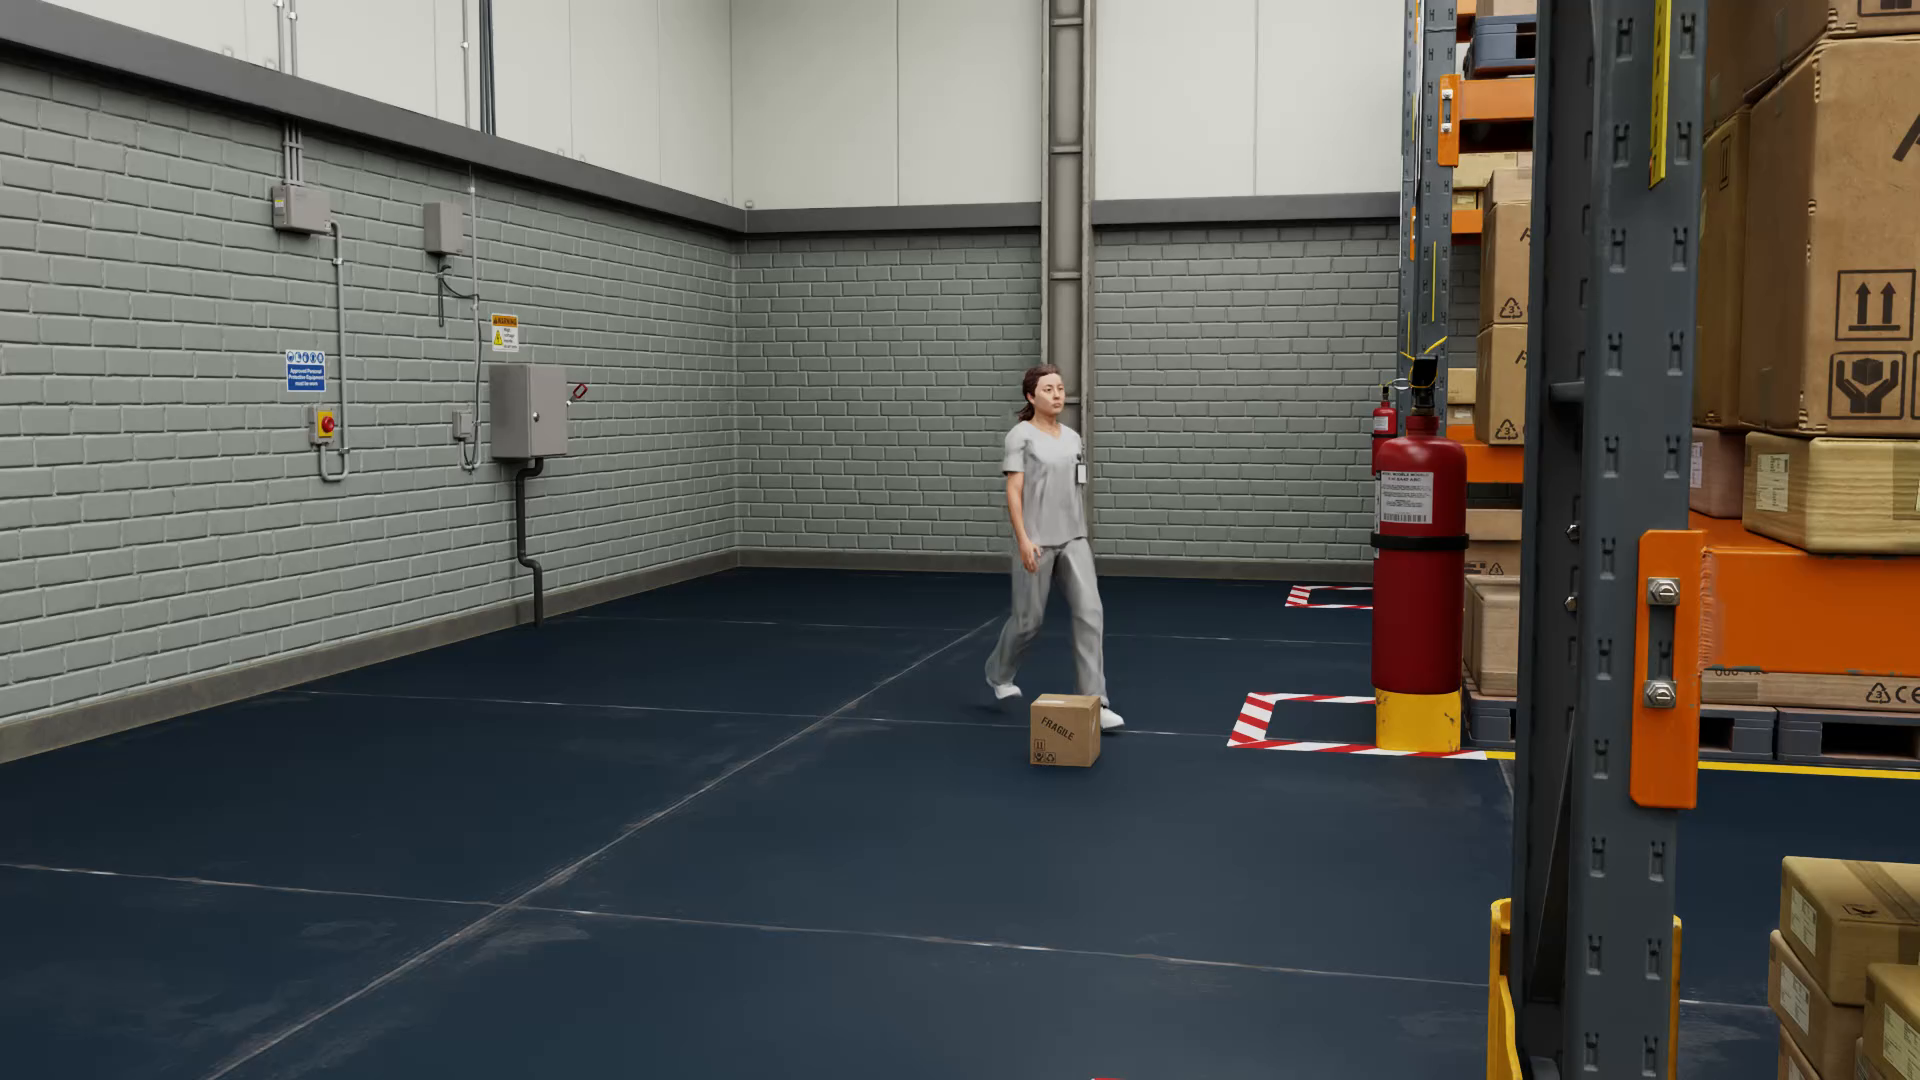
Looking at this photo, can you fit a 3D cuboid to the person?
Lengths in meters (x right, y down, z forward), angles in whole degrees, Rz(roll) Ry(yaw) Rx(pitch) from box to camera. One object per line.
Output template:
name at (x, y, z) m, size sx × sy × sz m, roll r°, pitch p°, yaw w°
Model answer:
person at (0.409, 0.016, 7.608) m, size 0.449 × 1.634 × 0.900 m, roll -3°, pitch 6°, yaw -27°
